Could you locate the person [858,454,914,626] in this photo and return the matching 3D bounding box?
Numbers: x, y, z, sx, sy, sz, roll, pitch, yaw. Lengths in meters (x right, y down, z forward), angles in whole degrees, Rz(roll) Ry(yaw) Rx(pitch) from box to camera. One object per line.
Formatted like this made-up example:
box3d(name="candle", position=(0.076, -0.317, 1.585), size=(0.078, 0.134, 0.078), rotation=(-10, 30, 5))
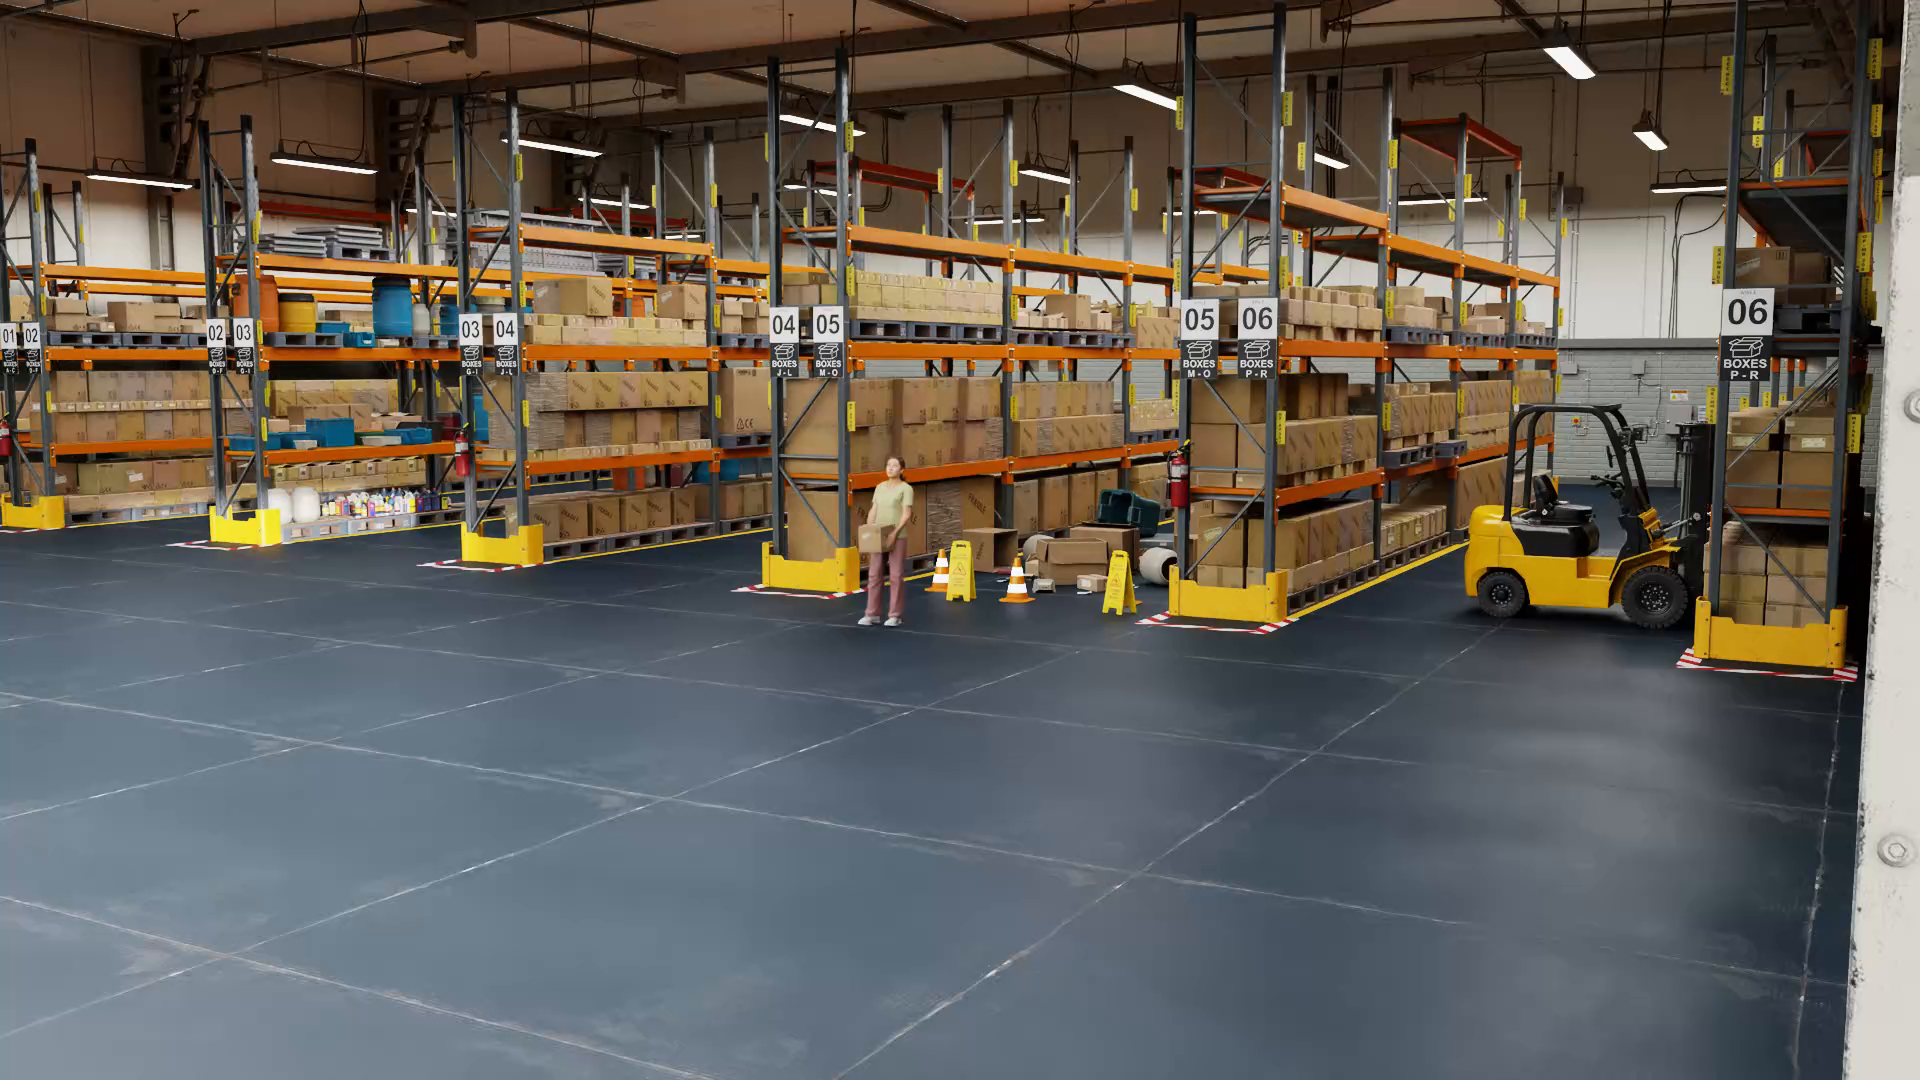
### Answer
box3d(name="person", position=(-0.697, 0.002, 16.302), size=(0.477, 1.677, 0.489), rotation=(3, 7, 27))
